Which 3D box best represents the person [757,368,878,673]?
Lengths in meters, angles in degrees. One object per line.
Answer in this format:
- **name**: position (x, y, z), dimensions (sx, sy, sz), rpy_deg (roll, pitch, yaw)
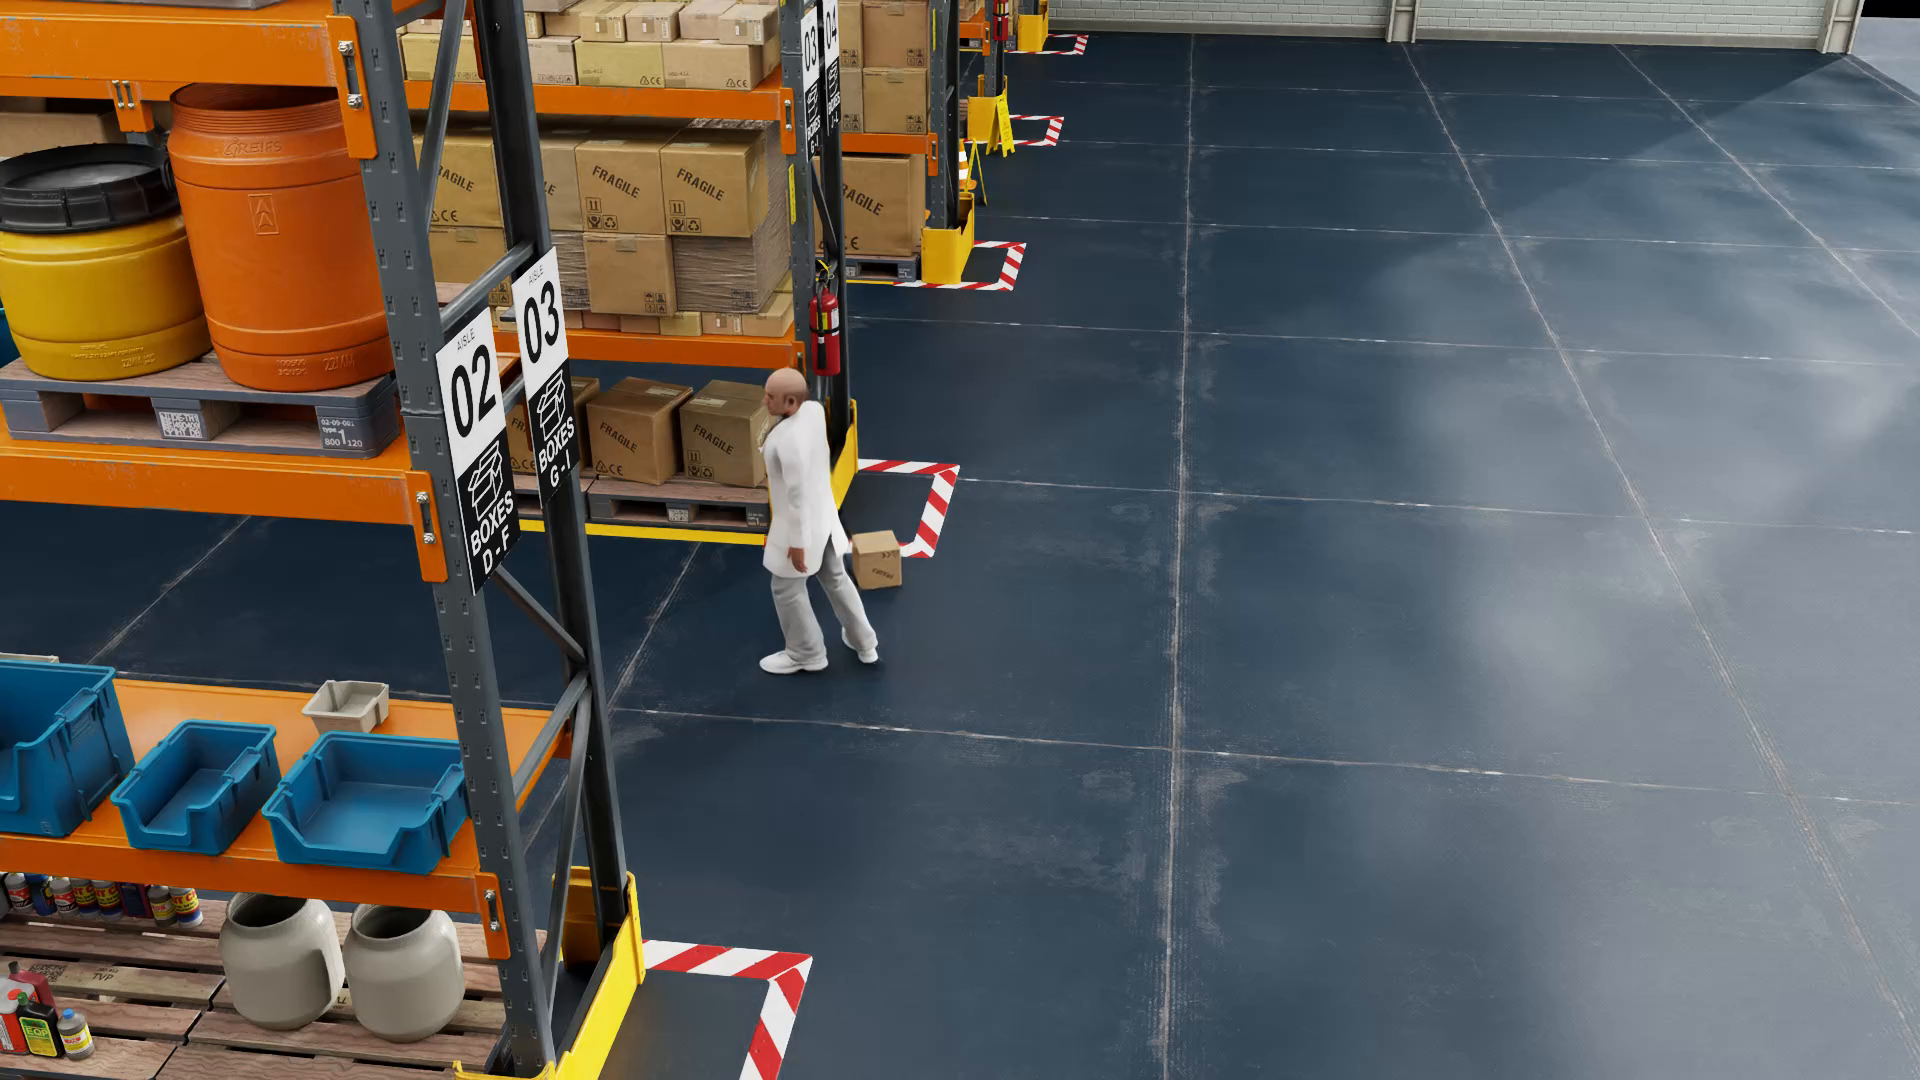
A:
- **person**: position (-0.770, -0.091, 8.811), dimensions (0.624, 1.770, 0.613), rpy_deg (7, 29, 12)
